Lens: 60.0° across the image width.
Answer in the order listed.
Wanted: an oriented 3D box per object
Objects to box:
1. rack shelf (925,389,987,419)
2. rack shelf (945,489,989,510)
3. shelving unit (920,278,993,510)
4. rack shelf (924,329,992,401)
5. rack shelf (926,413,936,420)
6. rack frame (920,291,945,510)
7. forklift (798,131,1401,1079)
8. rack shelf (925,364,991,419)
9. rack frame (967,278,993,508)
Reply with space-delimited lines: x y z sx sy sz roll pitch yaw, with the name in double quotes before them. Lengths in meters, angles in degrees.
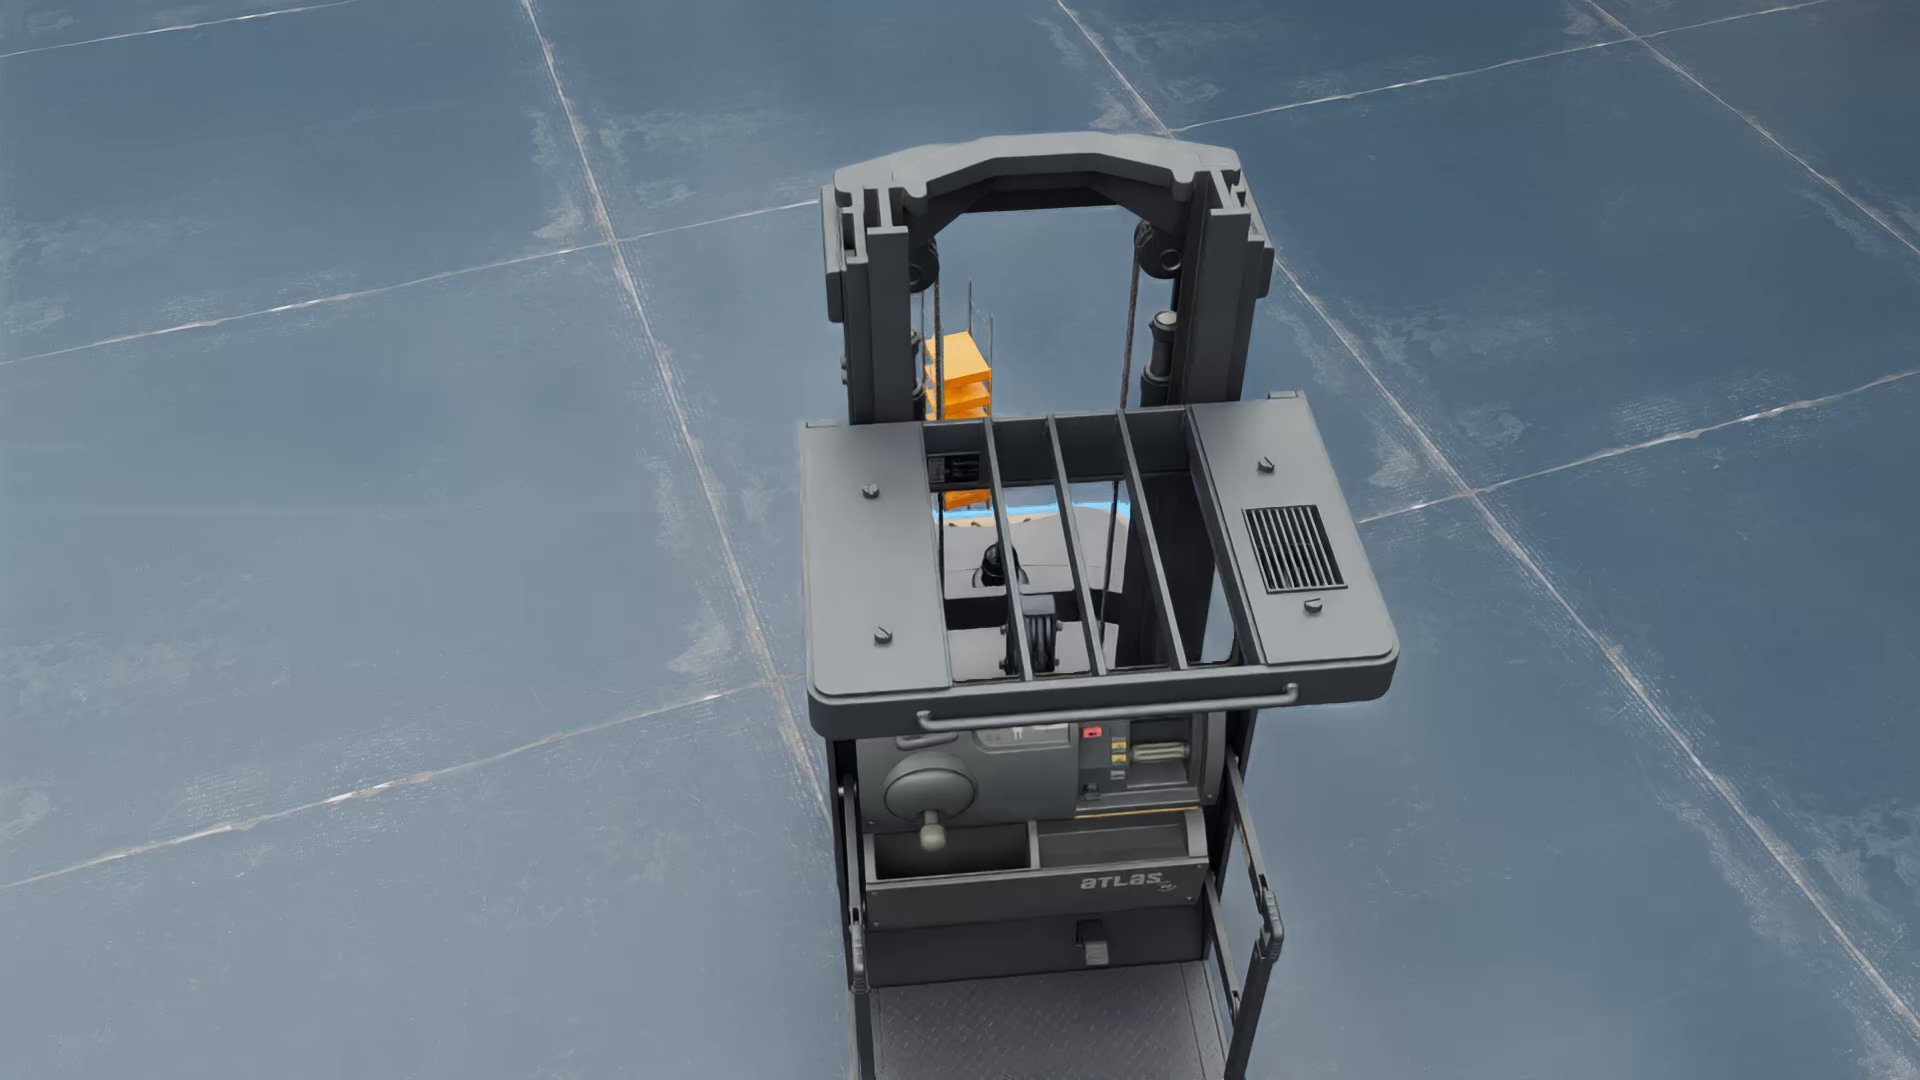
"rack shelf" -0.014 -0.473 6.268 0.180 0.103 0.258 -14 47 -14
"rack shelf" -0.014 -0.219 6.523 0.180 0.103 0.258 -14 47 -14
"shelving unit" -0.014 -0.420 6.322 0.189 1.200 0.258 -14 47 -14
"rack shelf" -0.014 -0.643 6.098 0.180 0.103 0.258 -14 47 -14
"rack shelf" -0.014 -0.389 6.353 0.180 0.103 0.258 -14 47 -14
"rack frame" -0.100 -0.398 6.300 0.006 1.200 0.240 -14 47 -14
"forklift" 0.227 0.656 4.027 1.130 2.935 3.031 -4 45 -4
"rack shelf" -0.014 -0.558 6.183 0.180 0.103 0.258 -14 47 -14
"rack frame" 0.072 -0.442 6.343 0.006 1.200 0.240 -14 47 -14
